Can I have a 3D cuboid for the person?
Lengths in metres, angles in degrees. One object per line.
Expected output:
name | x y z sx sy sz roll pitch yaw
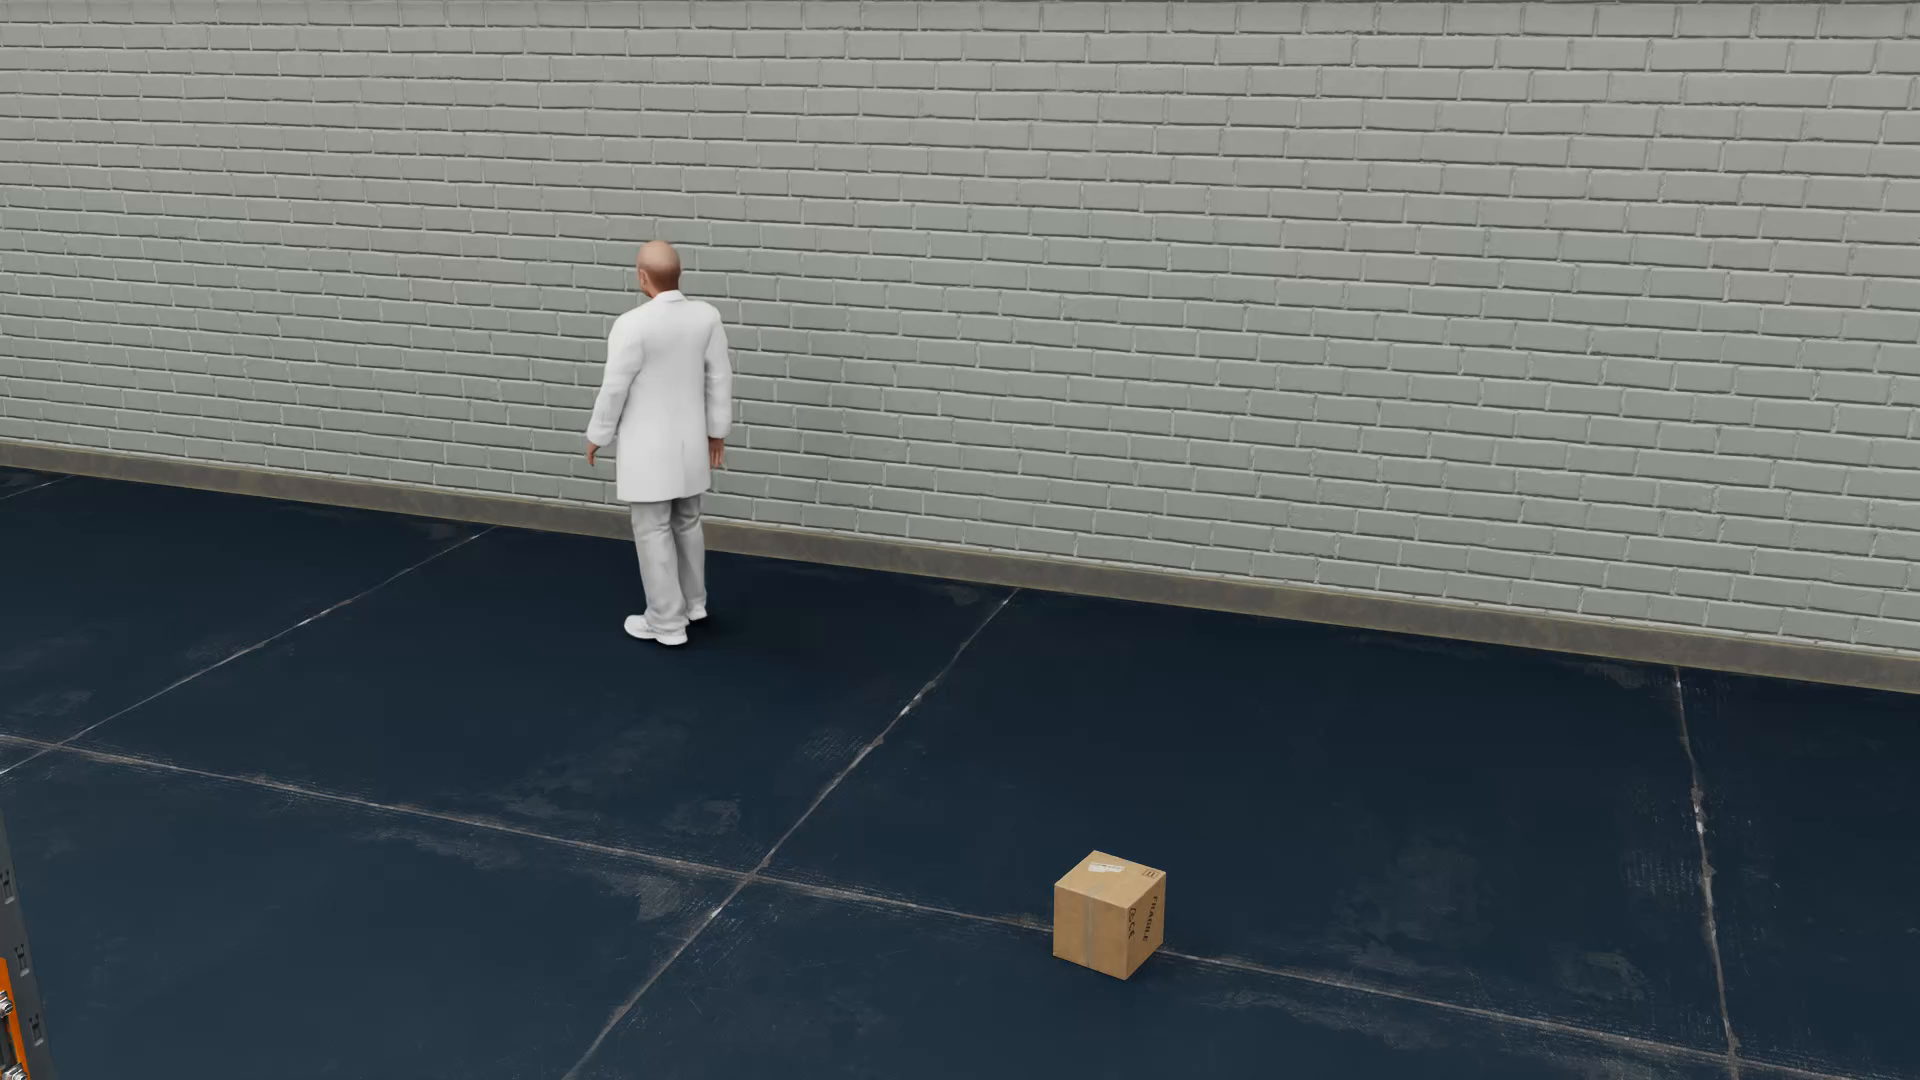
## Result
person | -1.359 -0.430 7.373 0.624 1.810 0.536 -17 25 -42
